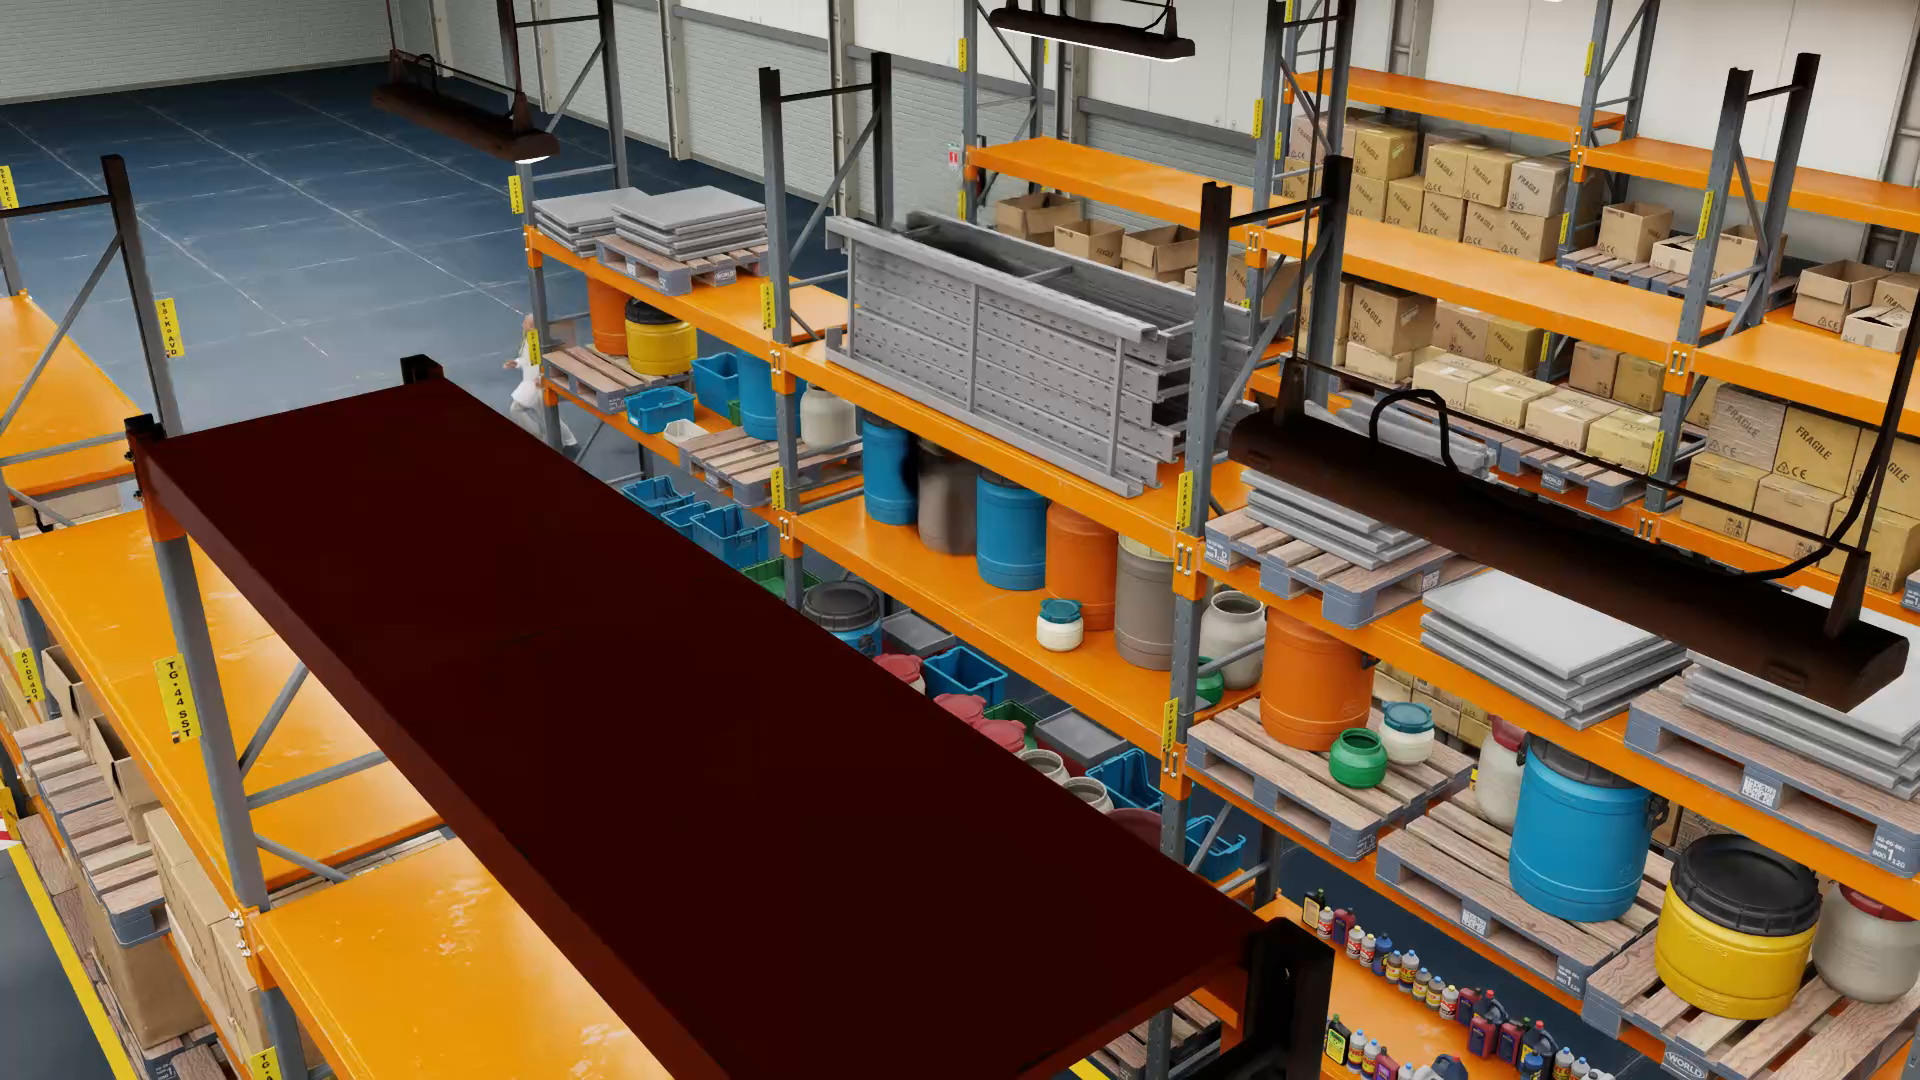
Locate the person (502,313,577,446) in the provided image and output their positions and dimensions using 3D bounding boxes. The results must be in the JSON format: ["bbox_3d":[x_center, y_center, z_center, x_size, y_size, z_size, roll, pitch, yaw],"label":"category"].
[{"bbox_3d":[-5.116,-1.859,20.130,0.789,1.796,0.718,-4,26,-9],"label":"person"}]
